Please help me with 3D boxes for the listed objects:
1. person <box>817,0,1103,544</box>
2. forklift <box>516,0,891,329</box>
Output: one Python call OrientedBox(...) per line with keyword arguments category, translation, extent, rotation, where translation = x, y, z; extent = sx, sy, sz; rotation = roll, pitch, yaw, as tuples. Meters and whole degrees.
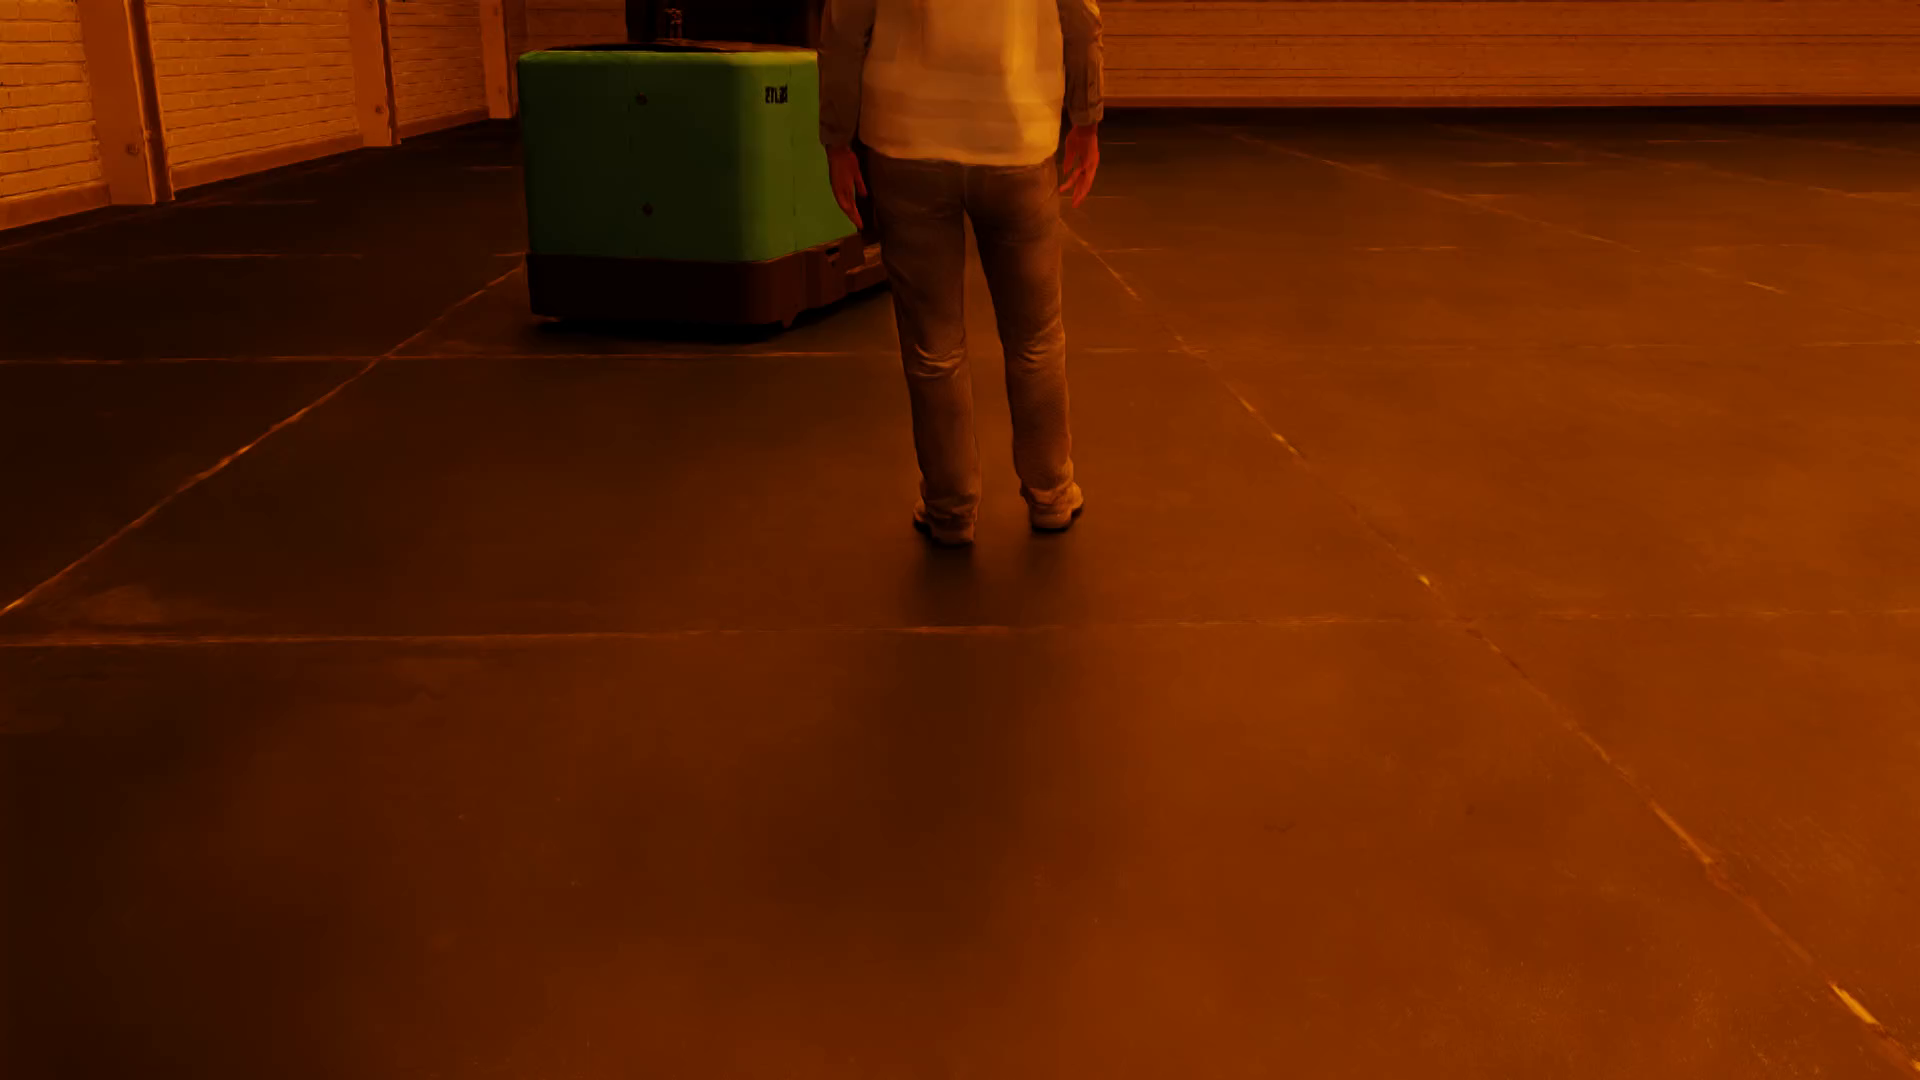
OrientedBox(category="person", translation=(0.005, -0.873, 3.717), extent=(0.632, 1.773, 0.567), rotation=(-1, 17, -3))
OrientedBox(category="forklift", translation=(-0.805, -2.613, 7.449), extent=(1.130, 2.935, 3.031), rotation=(5, 18, 16))
